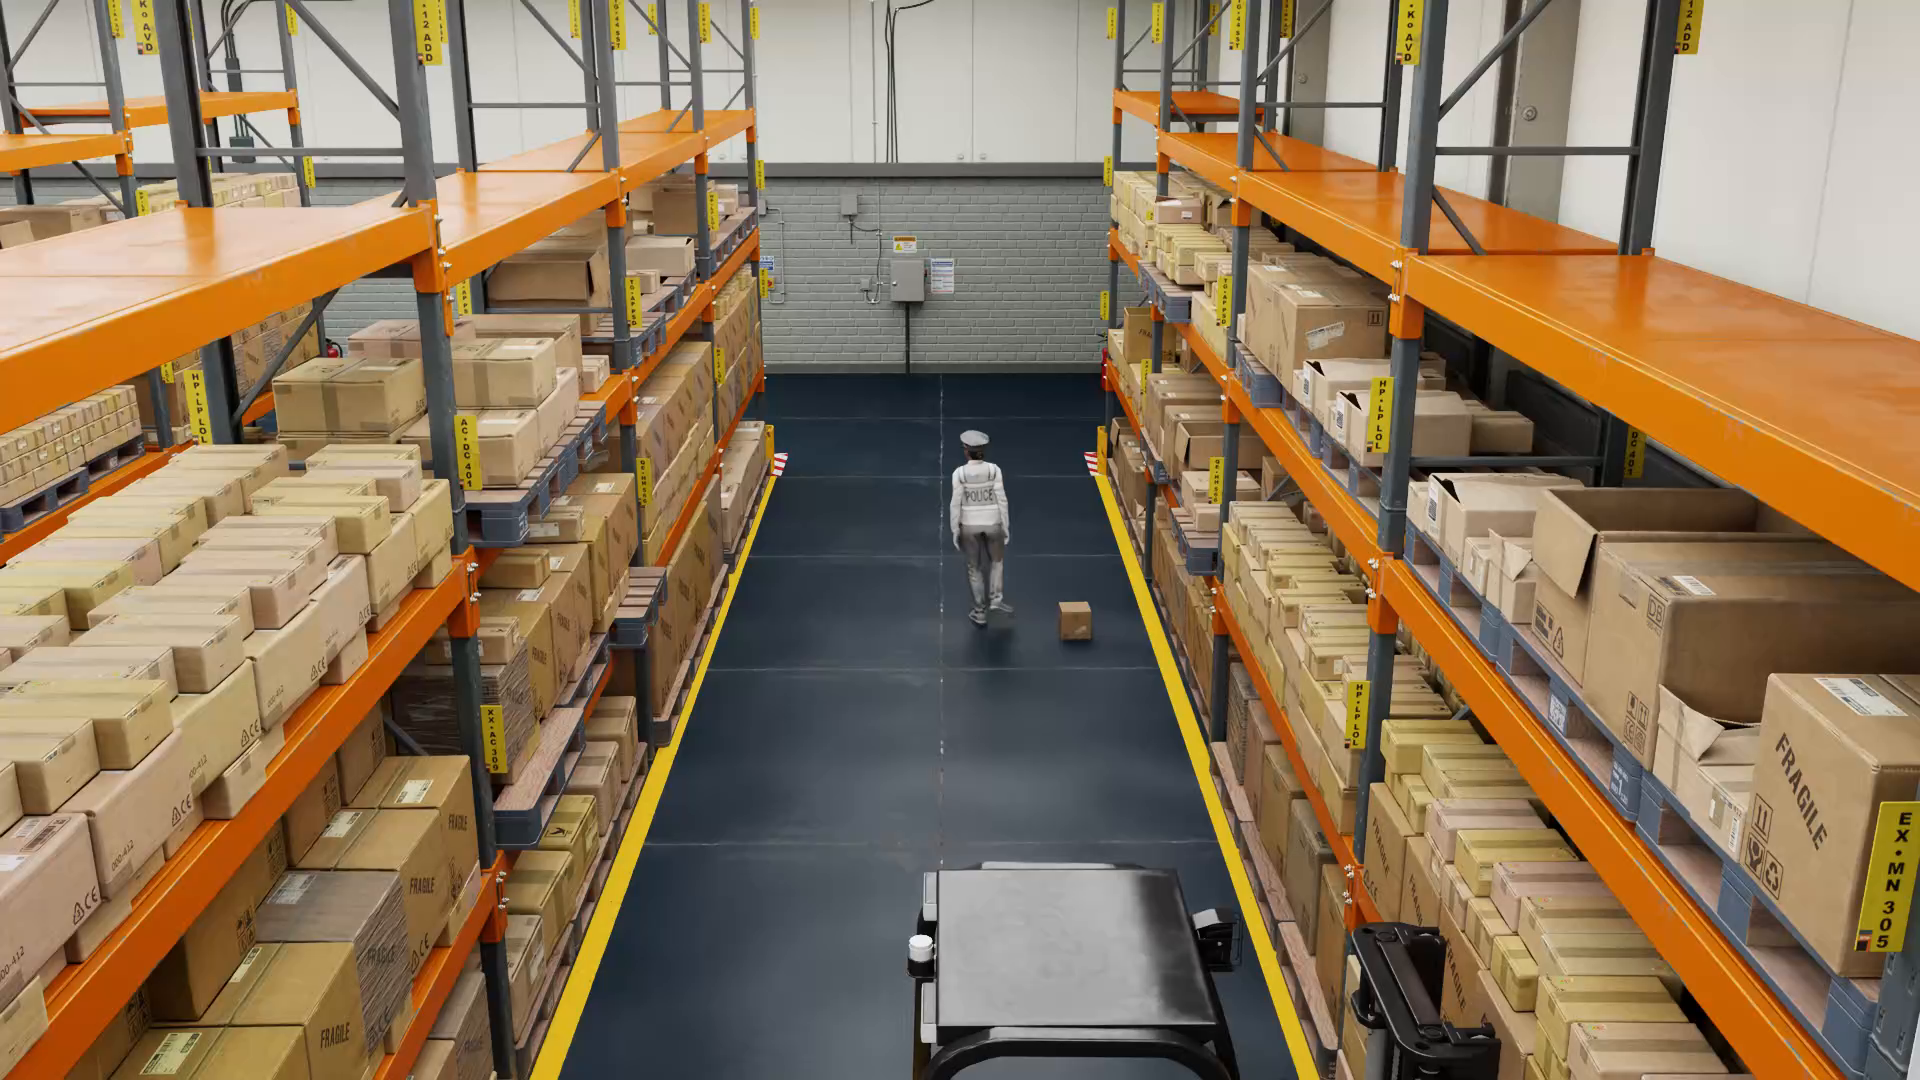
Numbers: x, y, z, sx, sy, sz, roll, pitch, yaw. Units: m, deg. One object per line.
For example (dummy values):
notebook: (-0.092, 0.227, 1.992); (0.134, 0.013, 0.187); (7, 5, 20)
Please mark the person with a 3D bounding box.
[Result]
person: (-2.929, 0.492, 11.566); (7.393, 2.202, 5.191); (-2, 17, -7)
